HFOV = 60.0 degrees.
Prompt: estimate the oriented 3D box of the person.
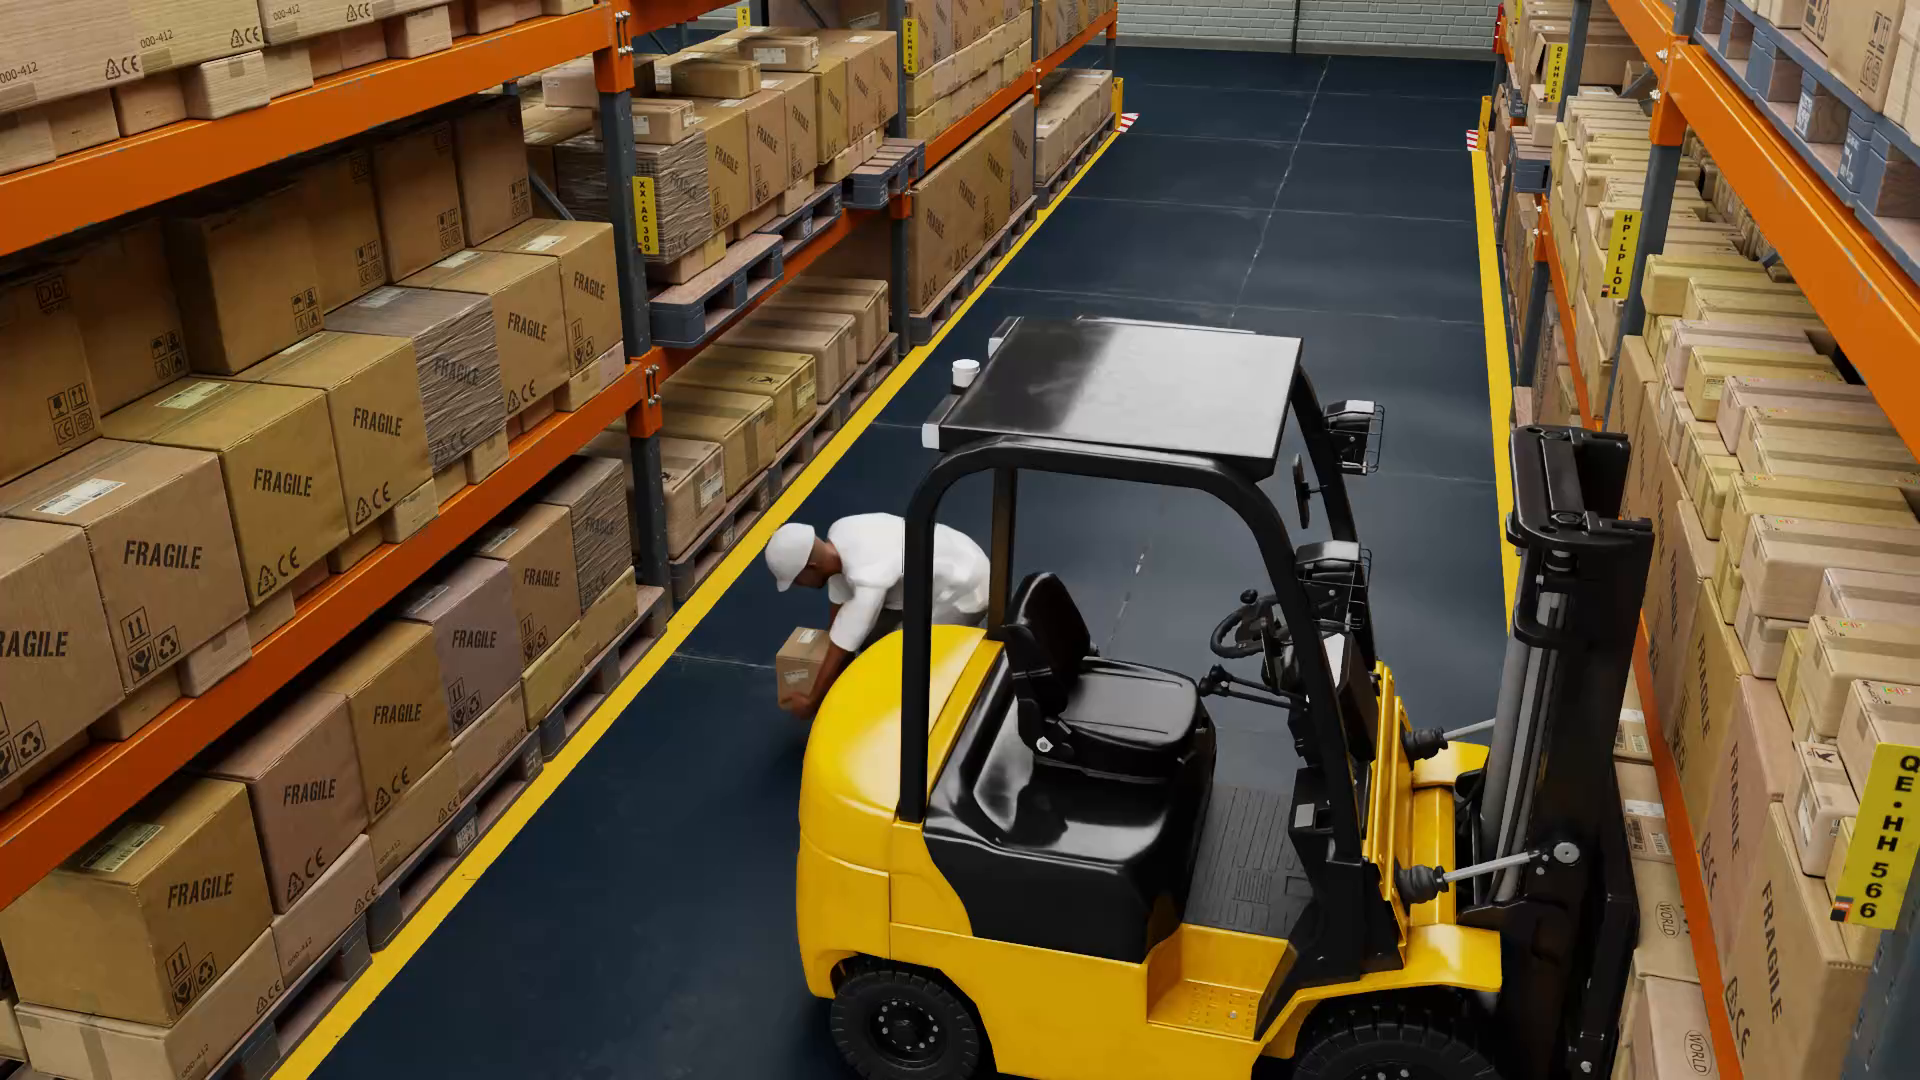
[{"bbox_3d":[-0.302,0.347,6.736,0.947,1.009,0.526,-7,26,-15],"label":"person"}]
